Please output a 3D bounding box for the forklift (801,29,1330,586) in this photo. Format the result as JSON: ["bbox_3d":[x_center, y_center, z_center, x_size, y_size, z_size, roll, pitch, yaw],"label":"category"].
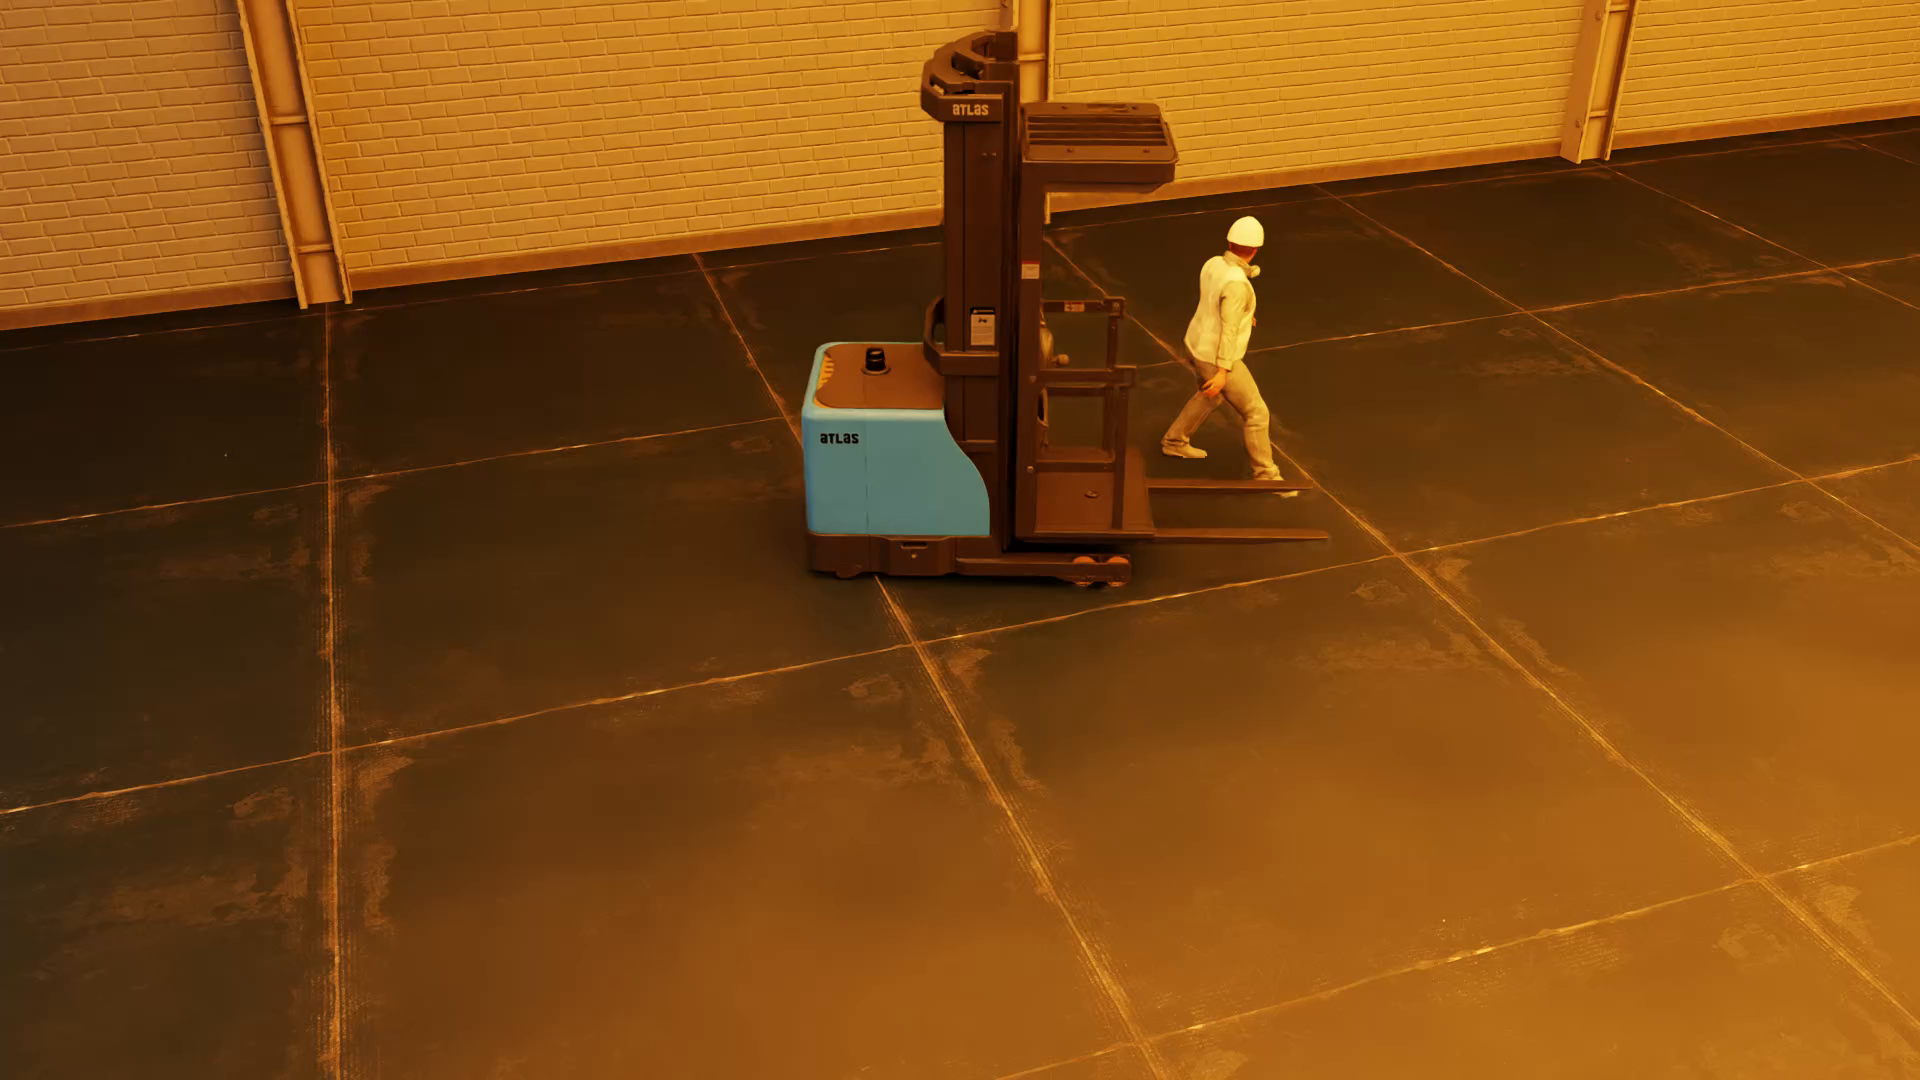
[{"bbox_3d":[0.632,-1.274,9.301,3.031,2.935,1.130,1,30,1],"label":"forklift"}]

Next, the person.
[{"bbox_3d":[1.724,-1.174,10.412,0.717,1.716,0.876,-5,30,-9],"label":"person"}]
